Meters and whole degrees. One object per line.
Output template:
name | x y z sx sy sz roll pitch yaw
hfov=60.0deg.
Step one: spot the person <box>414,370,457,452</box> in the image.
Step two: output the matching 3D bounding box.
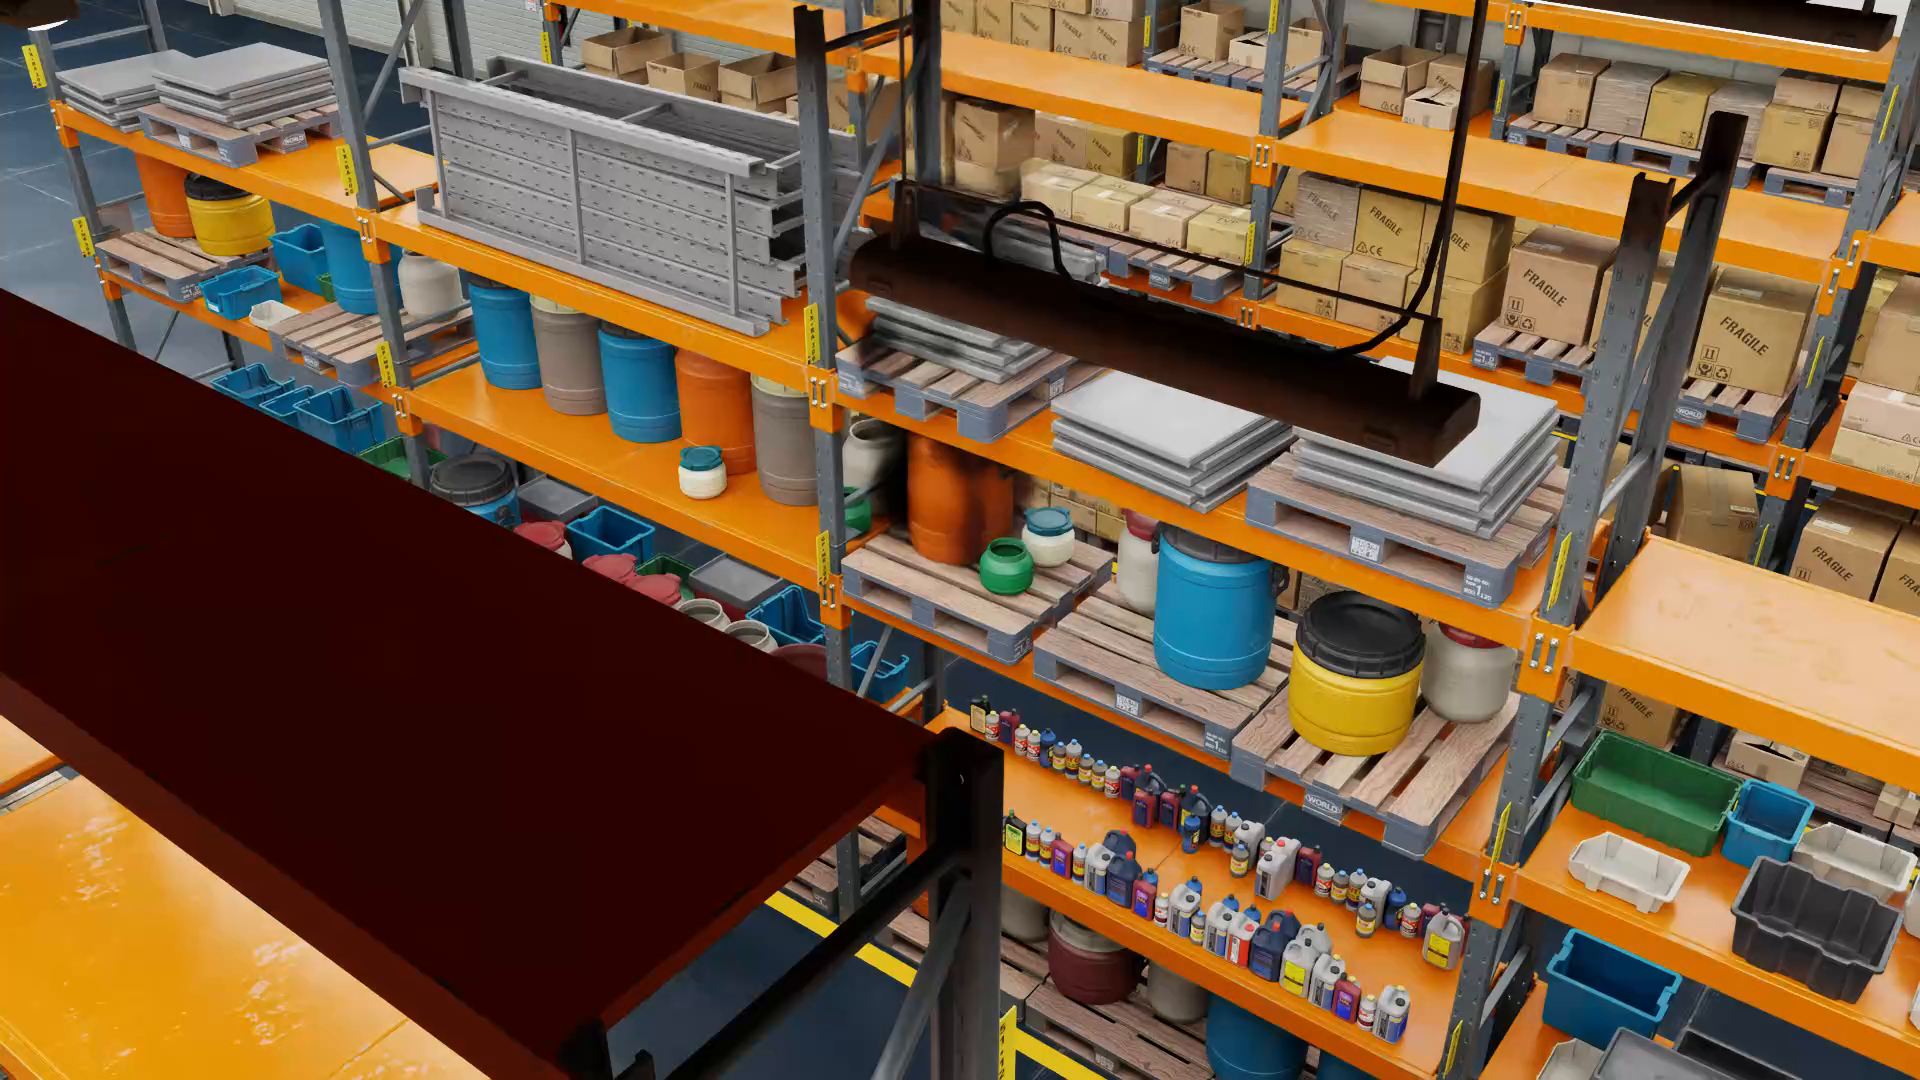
person | -4.915 -1.116 15.455 0.959 1.655 0.574 16 35 24
